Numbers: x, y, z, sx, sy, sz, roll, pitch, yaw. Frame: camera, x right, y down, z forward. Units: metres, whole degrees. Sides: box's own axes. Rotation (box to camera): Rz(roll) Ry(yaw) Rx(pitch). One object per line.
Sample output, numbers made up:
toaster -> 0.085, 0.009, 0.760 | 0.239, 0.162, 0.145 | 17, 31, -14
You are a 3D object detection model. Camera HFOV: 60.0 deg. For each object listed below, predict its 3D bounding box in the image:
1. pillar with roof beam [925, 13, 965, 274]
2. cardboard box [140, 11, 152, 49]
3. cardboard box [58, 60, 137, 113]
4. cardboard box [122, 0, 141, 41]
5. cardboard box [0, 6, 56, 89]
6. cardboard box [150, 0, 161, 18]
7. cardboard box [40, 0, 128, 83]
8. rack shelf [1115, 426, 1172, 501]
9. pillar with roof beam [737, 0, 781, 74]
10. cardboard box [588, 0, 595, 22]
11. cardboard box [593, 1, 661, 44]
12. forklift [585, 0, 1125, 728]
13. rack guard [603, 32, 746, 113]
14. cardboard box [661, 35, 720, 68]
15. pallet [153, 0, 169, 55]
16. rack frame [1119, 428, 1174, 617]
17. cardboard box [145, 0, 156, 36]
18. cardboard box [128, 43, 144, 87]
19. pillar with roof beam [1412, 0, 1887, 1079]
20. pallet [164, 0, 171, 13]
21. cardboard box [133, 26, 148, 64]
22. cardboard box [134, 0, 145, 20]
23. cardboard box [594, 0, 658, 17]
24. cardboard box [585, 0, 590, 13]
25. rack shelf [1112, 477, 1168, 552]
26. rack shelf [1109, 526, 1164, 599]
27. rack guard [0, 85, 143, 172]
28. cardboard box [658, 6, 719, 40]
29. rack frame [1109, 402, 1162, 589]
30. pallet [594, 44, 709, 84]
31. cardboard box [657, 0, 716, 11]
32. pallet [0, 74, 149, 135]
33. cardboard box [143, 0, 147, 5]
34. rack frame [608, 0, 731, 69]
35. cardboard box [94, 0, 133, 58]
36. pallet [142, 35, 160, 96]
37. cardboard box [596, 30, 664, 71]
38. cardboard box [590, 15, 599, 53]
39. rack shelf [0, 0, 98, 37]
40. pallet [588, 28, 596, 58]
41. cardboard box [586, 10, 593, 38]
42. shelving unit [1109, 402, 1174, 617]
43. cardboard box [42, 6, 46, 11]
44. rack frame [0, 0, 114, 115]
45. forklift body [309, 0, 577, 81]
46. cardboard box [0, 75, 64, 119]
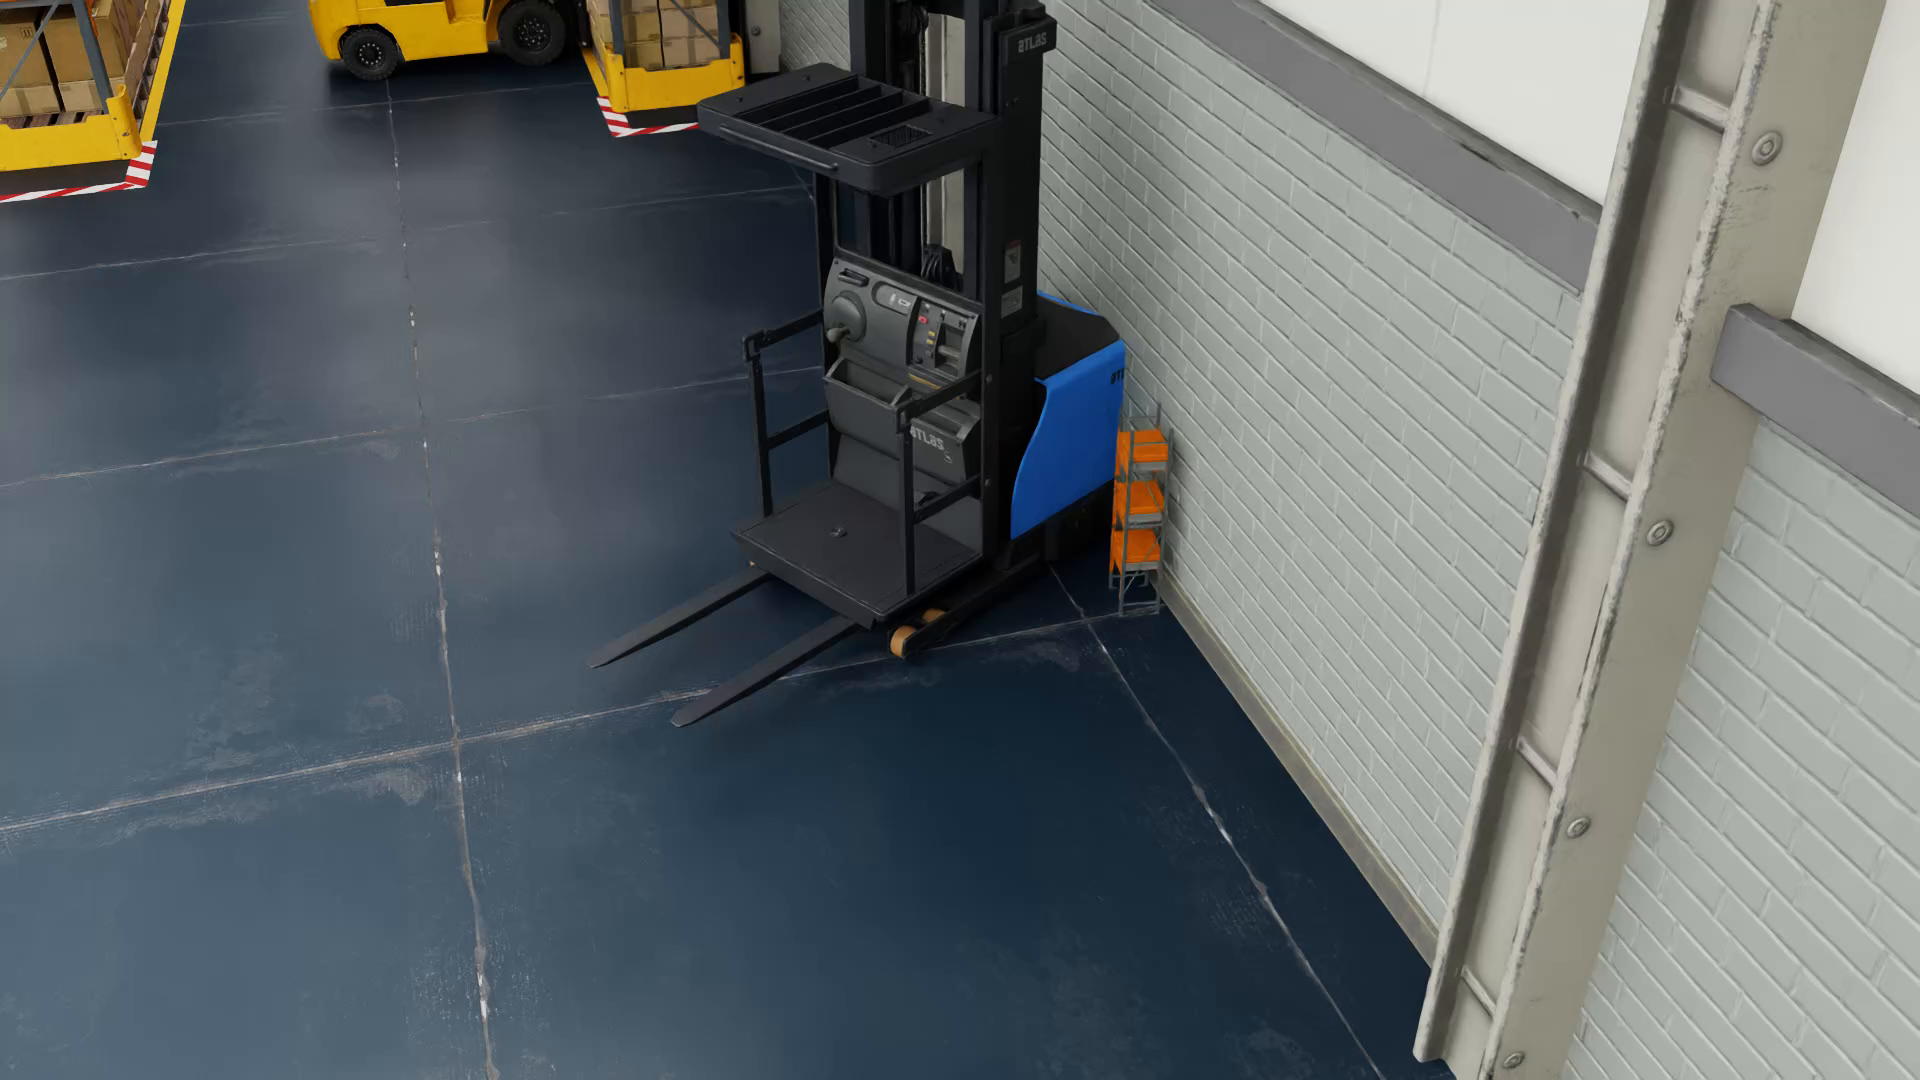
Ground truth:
pillar with roof beam -> -4.101, -4.268, 7.046 | 9.100, 9.000, 0.400 | -10, 35, -15
cardboard box -> -7.665, -4.602, 15.107 | 0.500, 0.250, 0.500 | -9, 35, -14
cardboard box -> -7.186, -3.783, 13.868 | 0.500, 0.250, 0.500 | -10, 35, -15
cardboard box -> -7.503, -4.647, 14.495 | 0.500, 0.500, 0.500 | -9, 35, -14
cardboard box -> -7.696, -4.003, 13.520 | 0.500, 0.500, 0.500 | -10, 35, -14
cardboard box -> -7.988, -5.148, 15.933 | 0.500, 0.250, 0.500 | -8, 34, -13
cardboard box -> -7.194, -4.108, 13.680 | 0.500, 0.500, 0.500 | -11, 35, -16
rack shelf -> 0.864, -0.361, 7.849 | 0.215, 0.259, 0.240 | -4, 34, -6
pillar with roof beam -> -5.932, -7.418, 11.813 | 9.100, 9.000, 0.400 | -10, 35, -15
cardboard box -> -3.067, -4.827, 14.993 | 0.500, 0.250, 0.500 | -10, 35, -15
cardboard box -> -2.924, -4.561, 14.592 | 0.500, 0.250, 0.500 | -10, 35, -15
forklift -> -0.423, -0.971, 7.561 | 1.130, 2.935, 3.031 | 27, 42, 35
rack guard -> -2.470, -4.066, 14.450 | 1.175, 0.500, 0.348 | -10, 35, -15
cardboard box -> -2.441, -4.441, 14.863 | 0.500, 0.250, 0.500 | -10, 35, -15
pallet -> -8.185, -4.875, 15.936 | 1.003, 0.211, 1.213 | -10, 35, -15
rack frame -> 0.880, -0.067, 7.899 | 0.200, 1.050, 0.008 | -4, 34, -6
cardboard box -> -7.816, -4.870, 15.513 | 0.500, 0.250, 0.500 | -11, 35, -16
cardboard box -> -7.335, -4.052, 14.275 | 0.500, 0.250, 0.500 | -9, 34, -13
pillar with roof beam -> -2.271, -1.118, 2.279 | 9.100, 9.000, 0.400 | -10, 35, -15
pallet -> -8.663, -5.630, 17.079 | 1.003, 0.211, 1.213 | -10, 35, -15
cardboard box -> -7.513, -4.337, 14.705 | 0.500, 0.250, 0.500 | -8, 34, -12
cardboard box -> -7.674, -4.926, 14.917 | 0.500, 0.500, 0.500 | -8, 34, -12
cardboard box -> -2.915, -4.756, 14.433 | 0.500, 0.250, 0.500 | -9, 34, -13
cardboard box -> -3.244, -5.094, 15.398 | 0.500, 0.250, 0.500 | -11, 35, -16
rack shelf -> 0.864, -0.125, 8.006 | 0.215, 0.259, 0.240 | -4, 34, -6
rack shelf -> 0.864, 0.107, 8.159 | 0.215, 0.259, 0.240 | -4, 34, -6
rack guard -> -7.227, -3.282, 13.264 | 1.175, 0.500, 0.348 | -10, 35, -15
cardboard box -> -2.423, -4.640, 14.711 | 0.500, 0.250, 0.500 | -9, 35, -14
rack frame -> 0.848, -0.200, 8.101 | 0.200, 1.050, 0.008 | -4, 34, -6
pallet -> -2.751, -4.353, 15.146 | 1.003, 0.211, 1.213 | -10, 35, -15
cardboard box -> -2.444, -4.851, 14.577 | 0.500, 0.250, 0.500 | -11, 35, -15
pallet -> -7.441, -3.594, 13.998 | 1.003, 0.211, 1.213 | -10, 35, -15
cardboard box -> -7.831, -5.194, 15.322 | 0.500, 0.500, 0.500 | -9, 35, -14
rack frame -> -2.478, -5.122, 13.780 | 1.000, 3.000, 0.127 | -10, 35, -15
cardboard box -> -7.358, -4.382, 14.094 | 0.500, 0.500, 0.500 | -11, 35, -17
pallet -> -7.810, -4.234, 14.965 | 1.003, 0.211, 1.213 | -10, 35, -15
cardboard box -> -2.922, -4.343, 14.715 | 0.500, 0.250, 0.500 | -10, 35, -14
cardboard box -> -3.065, -4.606, 15.113 | 0.500, 0.250, 0.500 | -10, 35, -15
rack shelf -> -7.814, -5.035, 14.302 | 1.077, 0.370, 4.000 | -10, 35, -15
pallet -> -3.119, -4.992, 16.114 | 1.003, 0.211, 1.213 | -10, 35, -15
cardboard box -> -3.209, -4.870, 15.513 | 0.500, 0.250, 0.500 | -10, 35, -14
shelving unit -> 0.864, -0.134, 8.000 | 0.215, 1.050, 0.252 | -4, 34, -6
cardboard box -> -7.859, -4.276, 13.934 | 0.500, 0.500, 0.500 | -9, 34, -13
rack frame -> -7.204, -4.285, 12.514 | 1.000, 3.000, 0.127 | -10, 35, -15
forklift body -> -4.794, -5.457, 15.057 | 2.313, 2.155, 1.214 | -10, 35, -15
cardboard box -> -7.714, -3.705, 13.749 | 0.500, 0.250, 0.500 | -10, 35, -15
